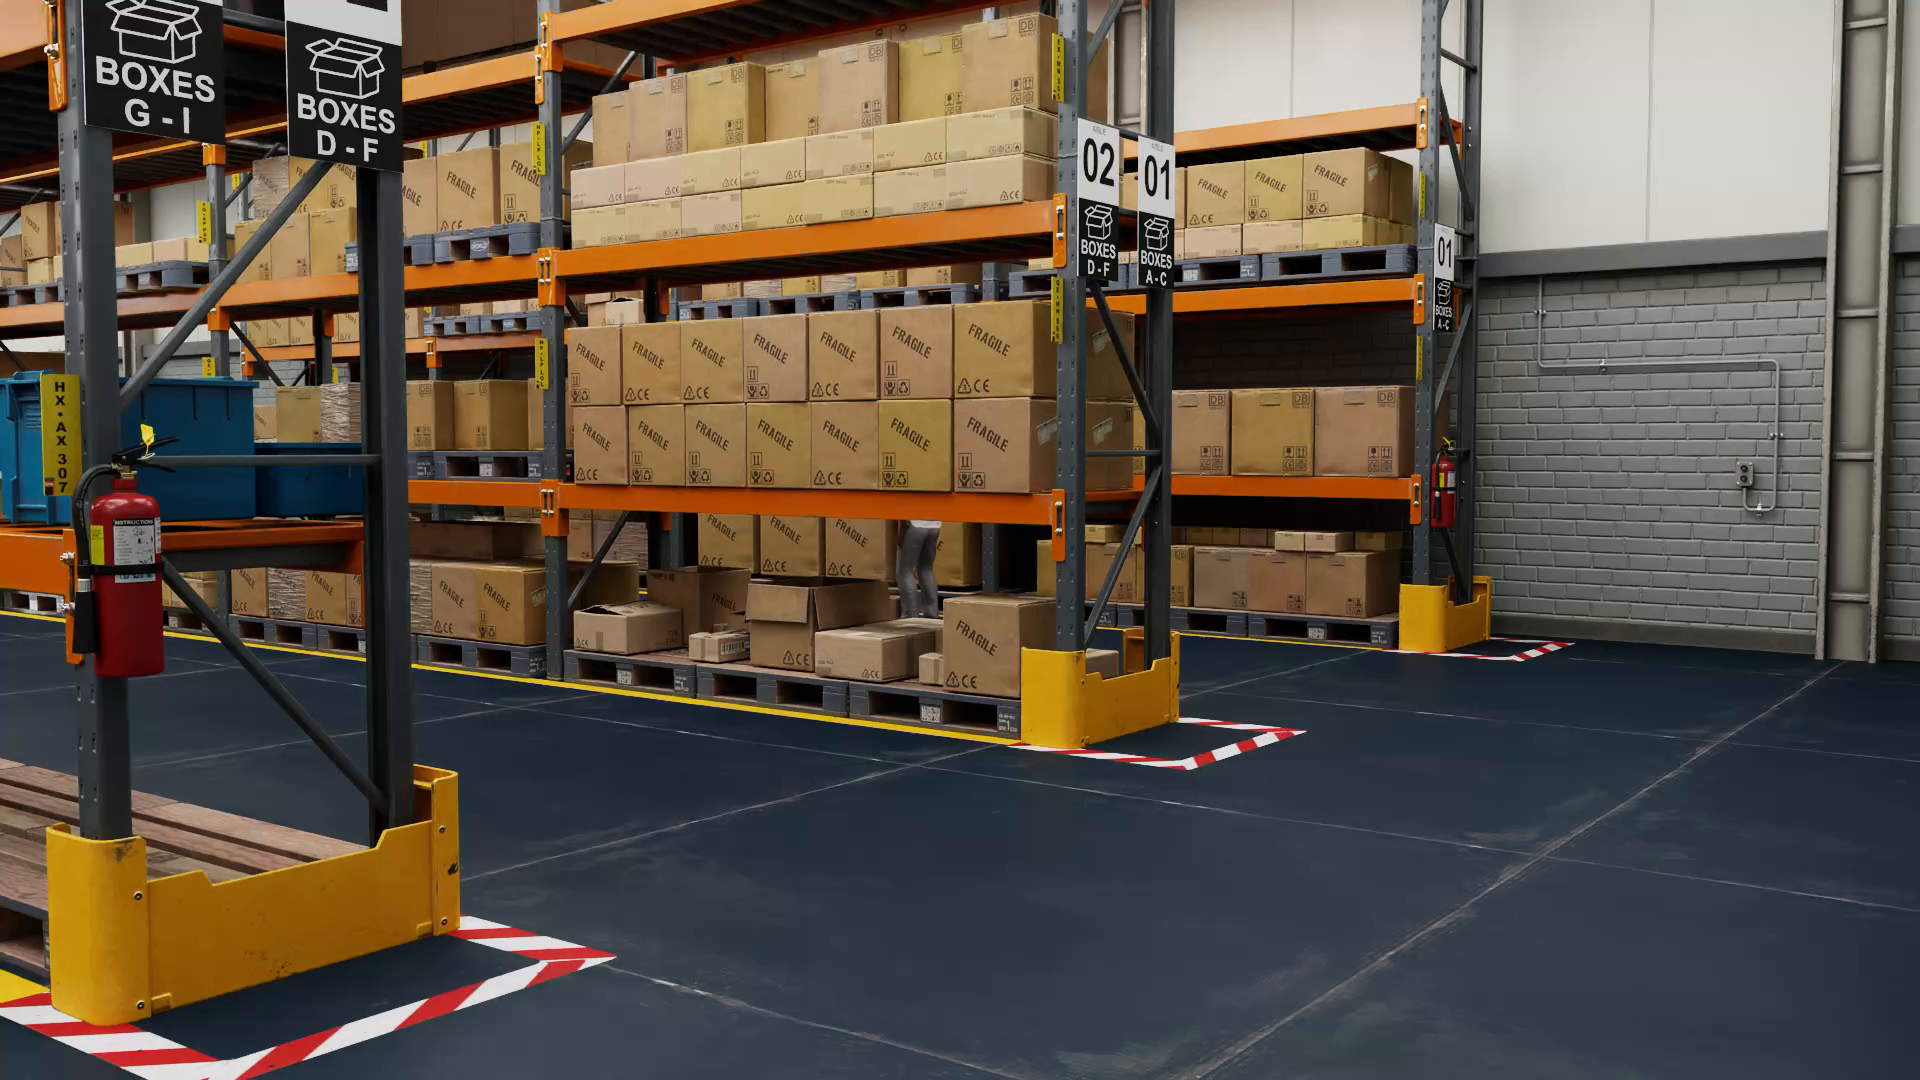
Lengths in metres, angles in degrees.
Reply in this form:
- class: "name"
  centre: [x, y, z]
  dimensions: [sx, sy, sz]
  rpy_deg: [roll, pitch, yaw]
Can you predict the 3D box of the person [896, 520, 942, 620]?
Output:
- class: "person"
  centre: [-0.380, -0.081, 14.092]
  dimensions: [0.427, 1.655, 0.516]
  rpy_deg: [2, 4, 33]
